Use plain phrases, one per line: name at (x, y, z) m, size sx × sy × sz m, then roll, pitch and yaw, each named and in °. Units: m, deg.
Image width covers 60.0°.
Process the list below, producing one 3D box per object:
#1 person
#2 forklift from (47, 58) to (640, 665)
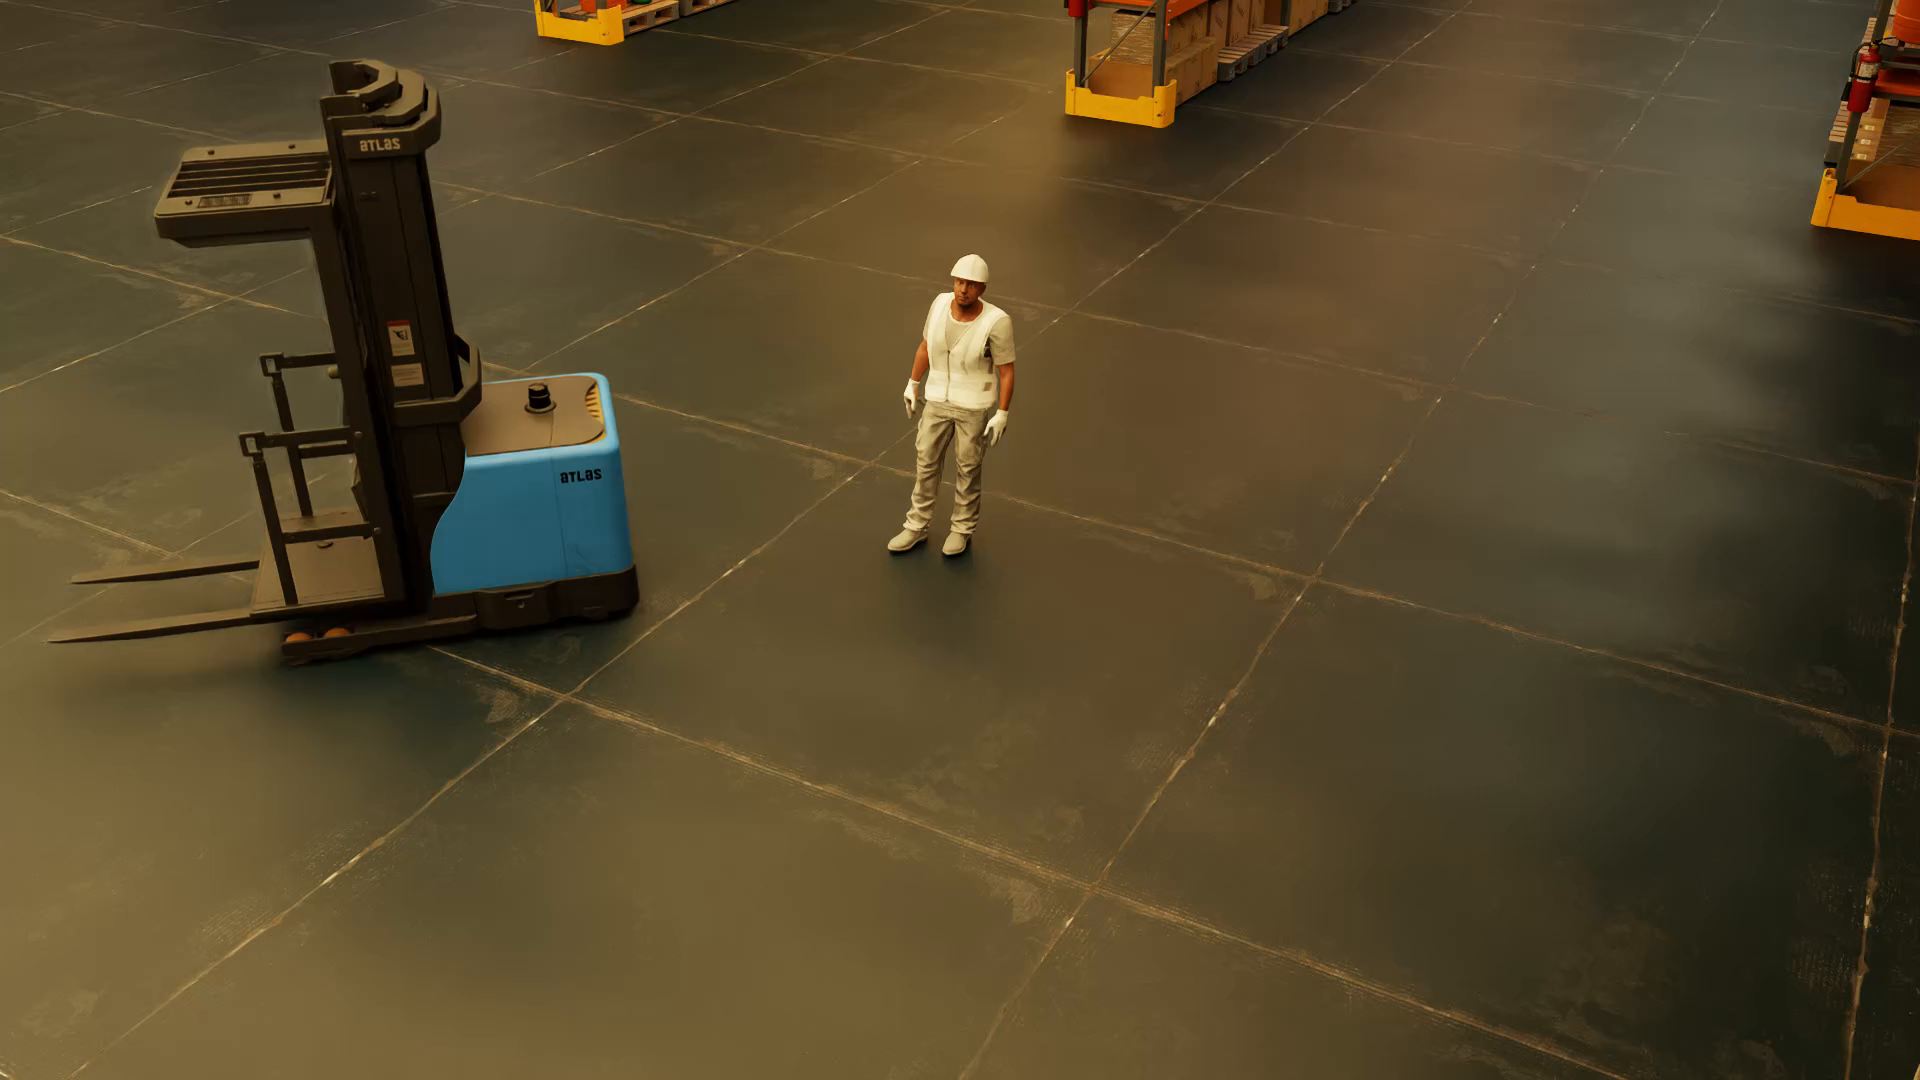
person at (-0.042, -0.749, 9.503) m, size 0.656 × 1.781 × 0.577 m, roll 15°, pitch 33°, yaw 25°
forklift at (-3.364, -0.898, 8.627) m, size 3.031 × 2.935 × 1.130 m, roll -7°, pitch 31°, yaw -12°
